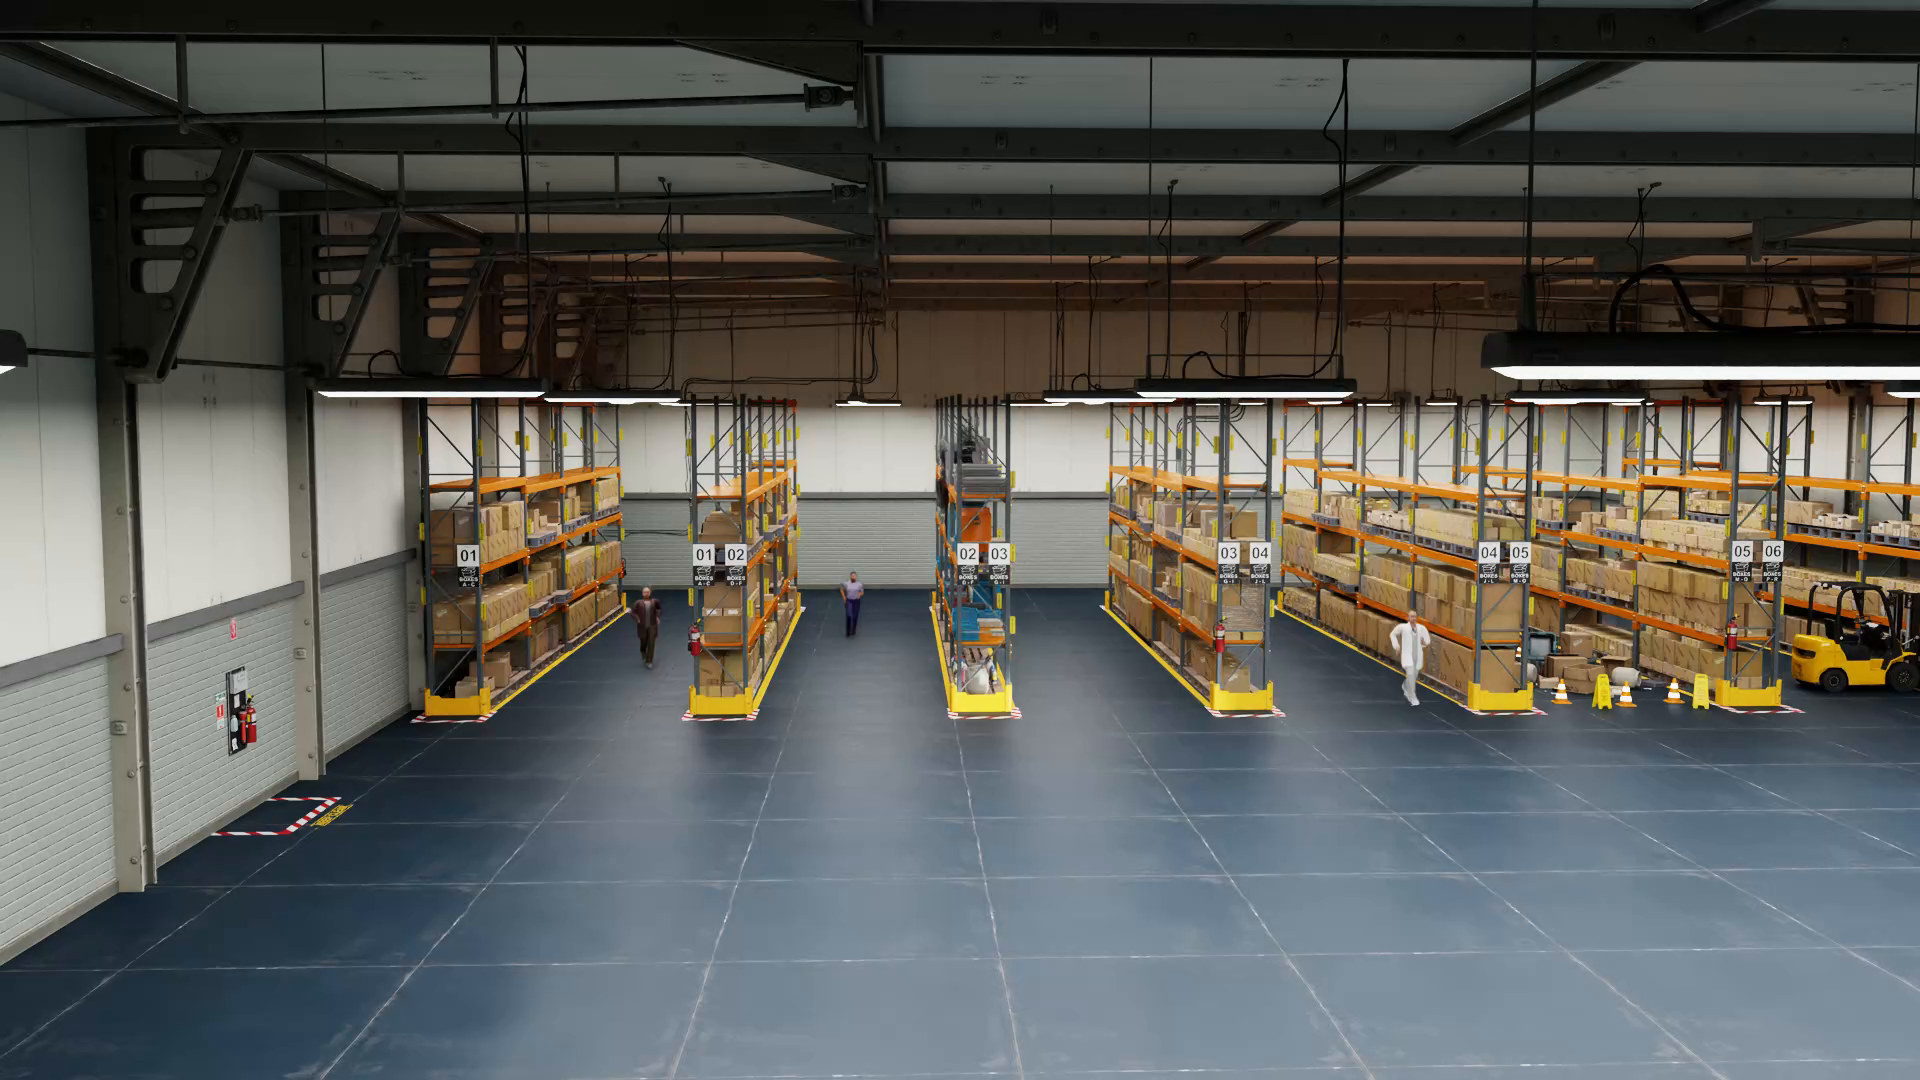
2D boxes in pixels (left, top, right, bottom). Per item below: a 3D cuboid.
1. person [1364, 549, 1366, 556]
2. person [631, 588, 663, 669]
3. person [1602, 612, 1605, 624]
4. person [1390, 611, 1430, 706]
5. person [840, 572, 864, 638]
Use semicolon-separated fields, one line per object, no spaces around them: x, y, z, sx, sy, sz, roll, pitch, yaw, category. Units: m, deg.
11.362;1.117;46.945;0.715;1.747;1.002;-1;5;-15;person
-6.963;1.941;37.028;0.710;1.776;0.943;-1;5;-15;person
16.296;1.589;42.158;0.588;1.651;0.688;0;4;0;person
8.783;2.262;32.362;0.710;1.778;1.015;-1;5;-7;person
-2.694;1.630;41.801;0.579;1.677;0.703;-1;5;-12;person
